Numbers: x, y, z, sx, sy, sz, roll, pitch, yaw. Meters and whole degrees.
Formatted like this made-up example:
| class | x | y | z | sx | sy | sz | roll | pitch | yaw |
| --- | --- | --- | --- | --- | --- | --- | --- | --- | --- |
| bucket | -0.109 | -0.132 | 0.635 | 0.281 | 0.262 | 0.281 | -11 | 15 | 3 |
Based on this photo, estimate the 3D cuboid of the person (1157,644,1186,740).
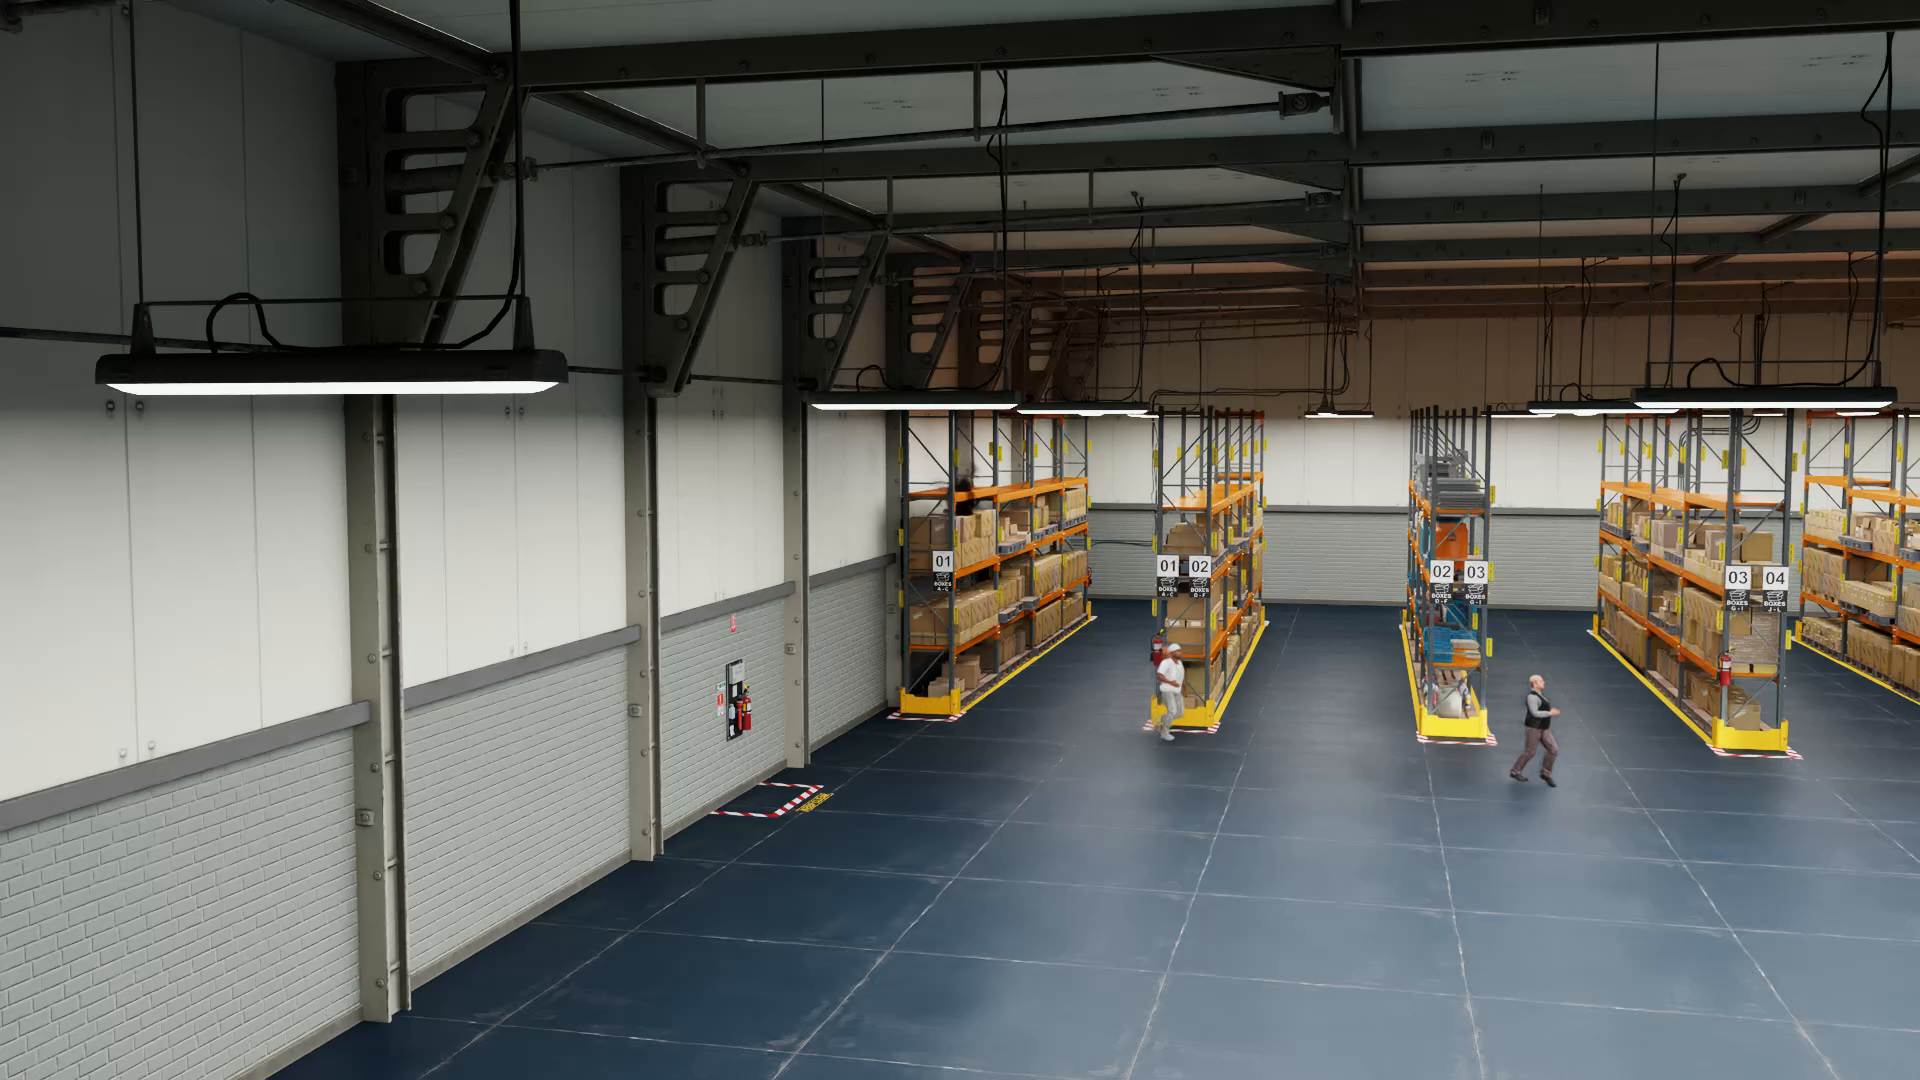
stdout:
| class | x | y | z | sx | sy | sz | roll | pitch | yaw |
| --- | --- | --- | --- | --- | --- | --- | --- | --- | --- |
| person | 3.829 | 2.722 | 29.989 | 0.745 | 1.706 | 0.625 | -4 | 6 | -44 |

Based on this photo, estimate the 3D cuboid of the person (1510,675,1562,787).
| class | x | y | z | sx | sy | sz | roll | pitch | yaw |
| --- | --- | --- | --- | --- | --- | --- | --- | --- | --- |
| person | 9.029 | 2.994 | 26.040 | 0.759 | 1.776 | 0.622 | 3 | 5 | 38 |
